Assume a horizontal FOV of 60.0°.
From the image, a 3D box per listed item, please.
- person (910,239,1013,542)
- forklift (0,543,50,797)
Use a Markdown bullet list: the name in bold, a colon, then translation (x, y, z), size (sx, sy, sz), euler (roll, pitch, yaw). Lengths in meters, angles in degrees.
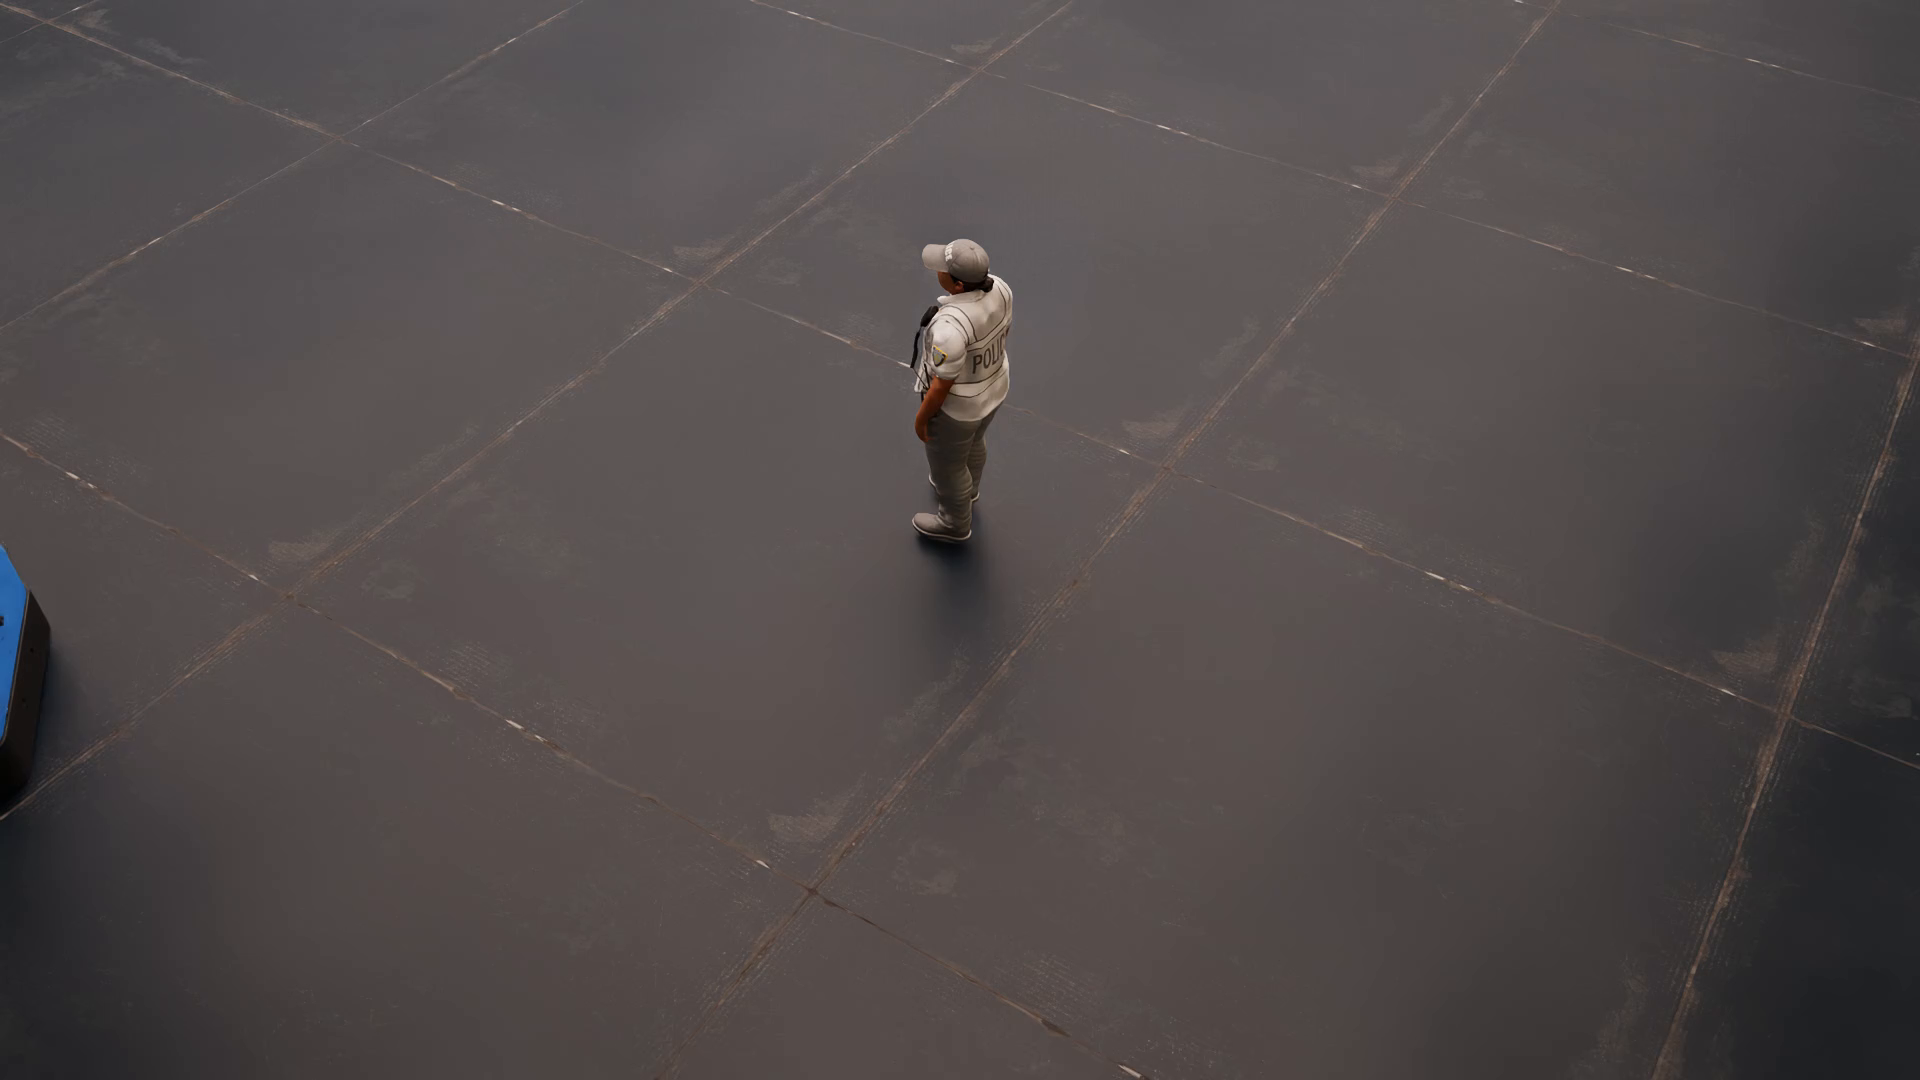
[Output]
- **person**: translation (-0.052, -0.681, 7.416), size (0.528, 1.669, 0.599), euler (24, 48, 23)
- **forklift**: translation (-5.413, -0.041, 5.892), size (3.031, 2.935, 1.130), euler (-11, 45, -12)
